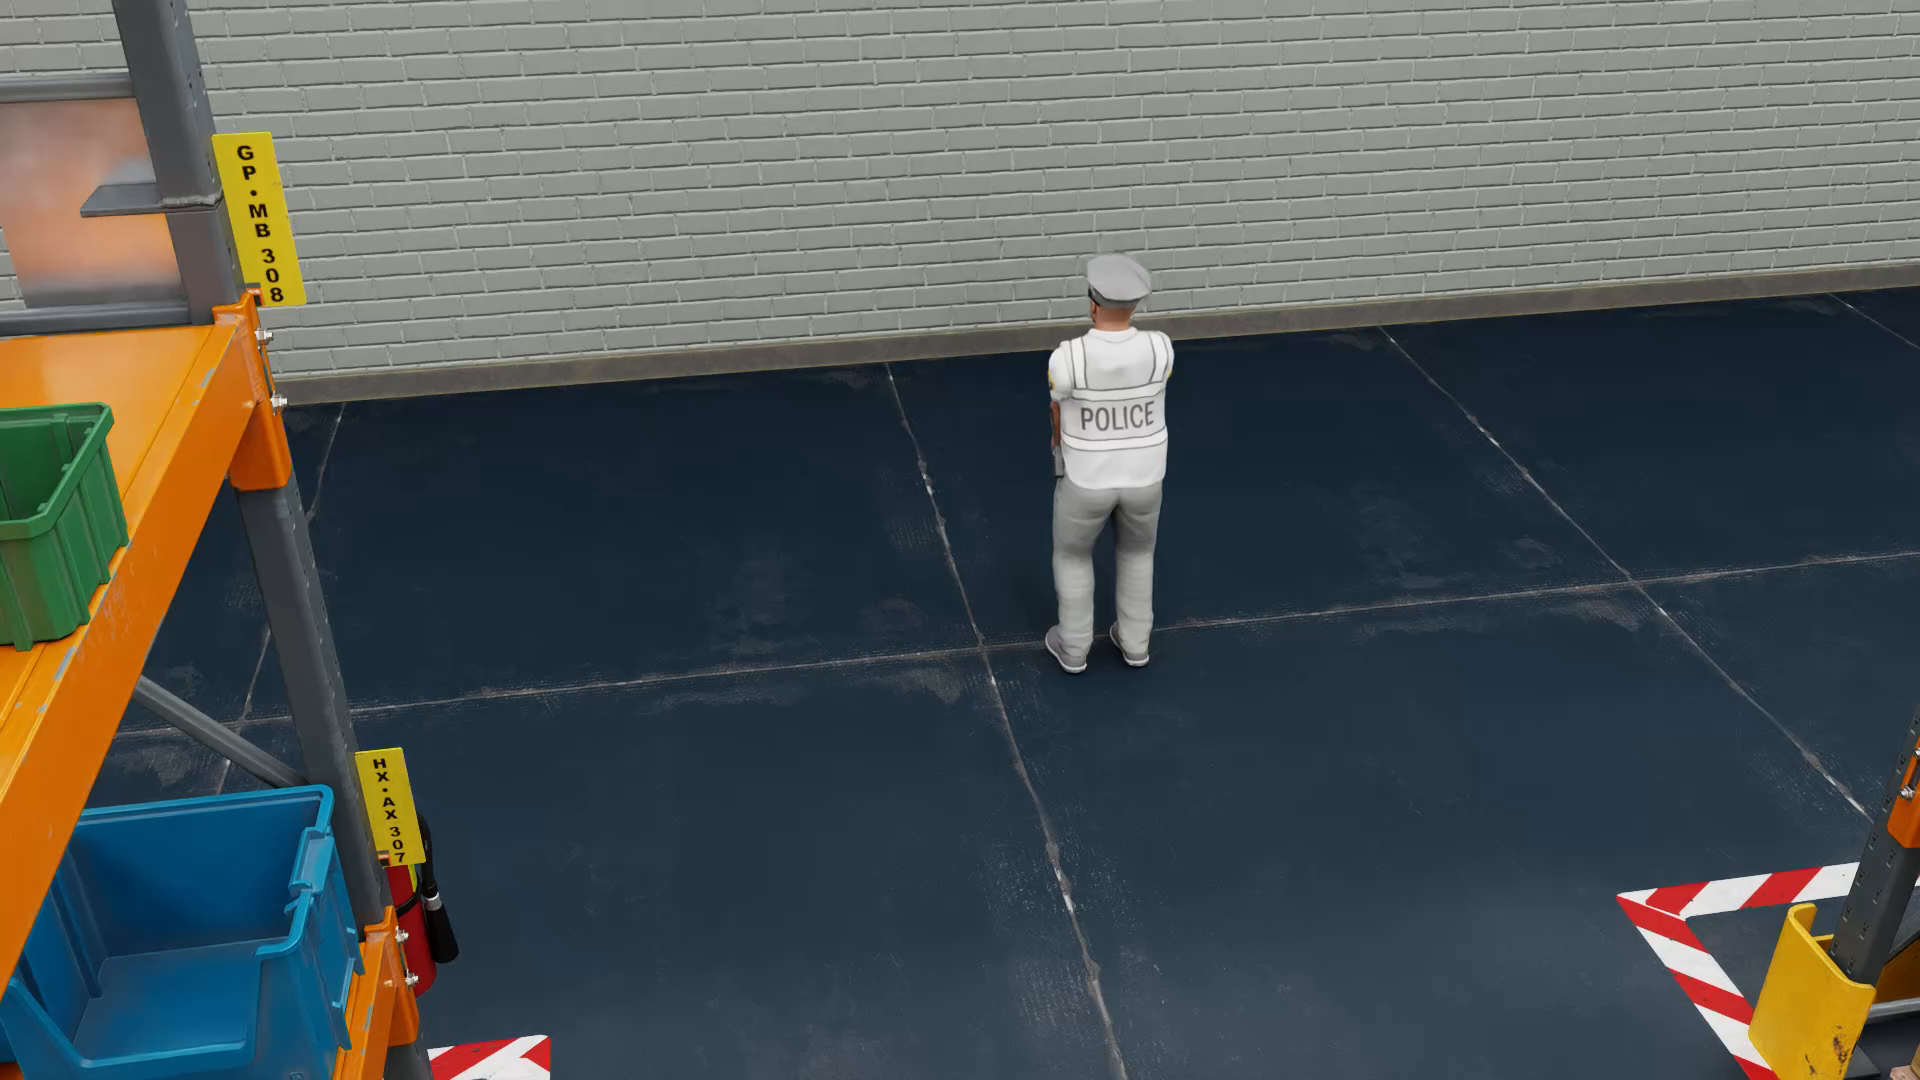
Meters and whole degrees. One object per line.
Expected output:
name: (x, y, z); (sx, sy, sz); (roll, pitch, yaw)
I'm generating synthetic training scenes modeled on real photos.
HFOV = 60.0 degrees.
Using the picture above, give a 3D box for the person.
person: (0.561, -0.309, 6.637); (0.490, 1.772, 0.565); (-6, 31, -9)
